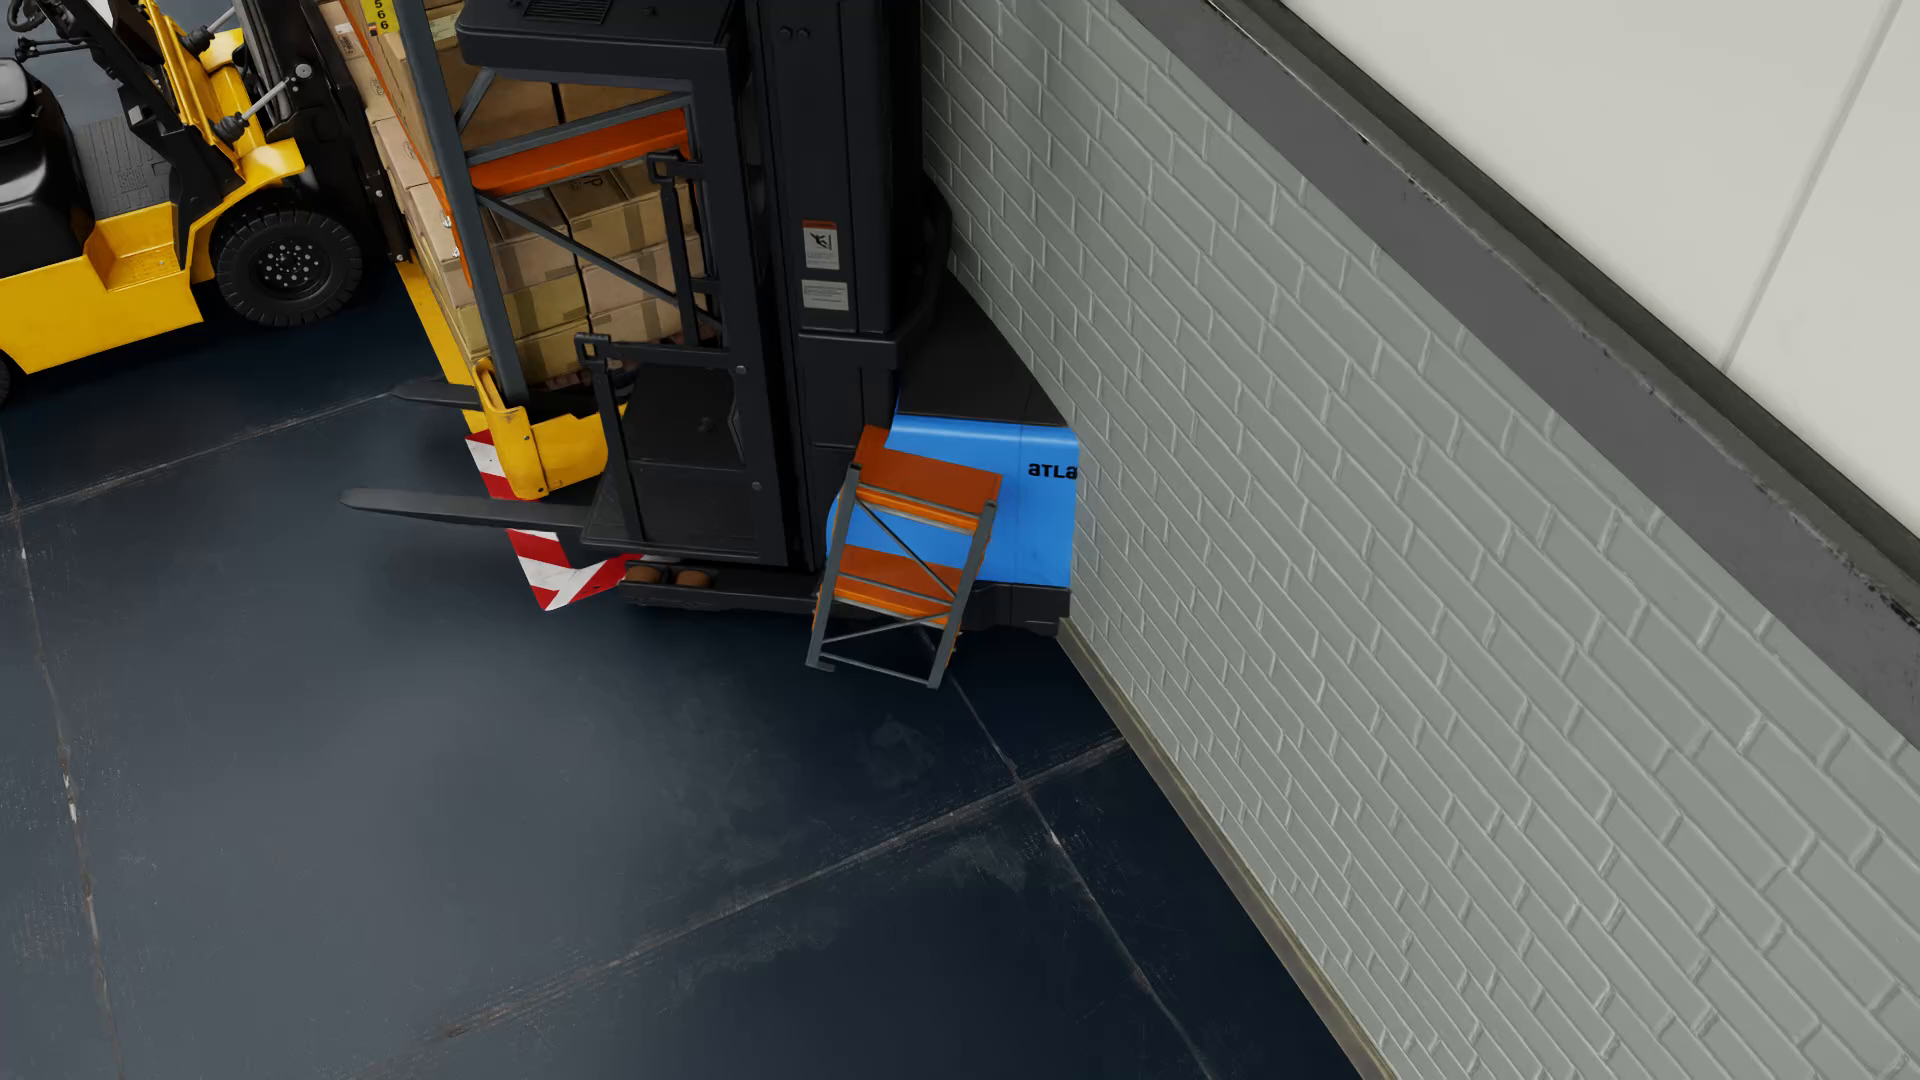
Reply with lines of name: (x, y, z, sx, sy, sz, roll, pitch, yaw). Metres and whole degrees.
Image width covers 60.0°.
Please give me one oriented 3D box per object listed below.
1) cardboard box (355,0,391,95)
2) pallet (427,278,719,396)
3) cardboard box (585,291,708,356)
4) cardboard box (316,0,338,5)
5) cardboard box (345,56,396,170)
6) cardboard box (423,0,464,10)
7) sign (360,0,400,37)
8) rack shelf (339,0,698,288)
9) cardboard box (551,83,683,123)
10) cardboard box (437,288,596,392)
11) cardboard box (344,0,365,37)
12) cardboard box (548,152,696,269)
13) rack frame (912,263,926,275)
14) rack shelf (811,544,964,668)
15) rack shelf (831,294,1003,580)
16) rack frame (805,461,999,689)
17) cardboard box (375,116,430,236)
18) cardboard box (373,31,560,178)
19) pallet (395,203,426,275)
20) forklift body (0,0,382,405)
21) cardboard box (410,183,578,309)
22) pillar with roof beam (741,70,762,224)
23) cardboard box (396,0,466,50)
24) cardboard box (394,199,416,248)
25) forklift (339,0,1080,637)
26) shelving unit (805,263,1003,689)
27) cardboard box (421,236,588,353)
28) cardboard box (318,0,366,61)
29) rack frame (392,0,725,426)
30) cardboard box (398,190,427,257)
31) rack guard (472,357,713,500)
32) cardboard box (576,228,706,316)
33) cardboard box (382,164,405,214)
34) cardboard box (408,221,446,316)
cardboard box: (-2.051, -2.086, 6.408, 0.500, 0.500, 0.500, -20, 52, -16)
pallet: (-1.750, -1.043, 7.415, 1.003, 0.211, 1.213, -21, 52, -18)
cardboard box: (-1.414, -1.093, 7.154, 0.500, 0.250, 0.500, -21, 52, -17)
cardboard box: (-2.788, -2.597, 7.805, 0.500, 0.250, 0.500, -20, 52, -16)
cardboard box: (-2.330, -1.901, 7.196, 0.500, 0.250, 0.500, -21, 52, -17)
cardboard box: (-1.714, -1.976, 5.683, 0.380, 0.149, 0.250, -21, 52, -17)
sign: (-1.852, -1.746, 5.250, 0.100, 0.325, 0.005, -21, 52, -18)
rack shelf: (-2.278, -2.566, 7.372, 1.077, 0.370, 4.000, -21, 52, -18)
cardboard box: (-1.343, -1.924, 6.266, 0.500, 0.500, 0.500, -20, 52, -16)
cardboard box: (-1.859, -0.903, 6.987, 0.500, 0.250, 0.500, -21, 52, -17)
cardboard box: (-2.286, -2.429, 6.708, 0.500, 0.500, 0.500, -22, 52, -18)
cardboard box: (-1.415, -1.413, 6.769, 0.500, 0.250, 0.500, -22, 52, -18)
rack frame: (-0.035, -0.577, 6.451, 0.500, 1.125, 0.032, 15, 49, -1)
rack shelf: (-0.177, -0.050, 6.306, 0.538, 0.278, 1.000, 15, 49, -1)
rack shelf: (-0.074, -0.384, 5.898, 0.538, 0.278, 1.000, 15, 49, -1)
rack frame: (-0.225, 0.172, 5.790, 0.500, 1.125, 0.032, 15, 49, -1)
cardboard box: (-2.090, -1.567, 6.904, 0.500, 0.250, 0.500, -20, 52, -17)
cardboard box: (-1.822, -1.736, 6.102, 0.500, 0.500, 0.500, -22, 52, -18)
pallet: (-2.305, -1.859, 8.128, 1.003, 0.211, 1.213, -21, 52, -18)
forklift body: (-3.853, -1.825, 6.810, 2.313, 2.155, 1.214, -21, 52, -18)
cardboard box: (-1.851, -1.227, 6.606, 0.500, 0.250, 0.500, -20, 52, -16)
pillar with roof beam: (-4.708, -2.733, 3.054, 9.100, 9.000, 0.400, -21, 52, -18)
cardboard box: (-1.771, -1.846, 5.767, 0.380, 0.149, 0.250, -20, 52, -17)
cardboard box: (-2.299, -1.577, 7.577, 0.500, 0.250, 0.500, -21, 52, -17)
forklift: (-0.878, -1.084, 5.644, 3.031, 2.935, 1.130, 5, 49, 4)
shelving unit: (-0.130, -0.202, 6.121, 0.538, 1.125, 1.048, 15, 49, -1)
cardboard box: (-1.864, -1.080, 6.810, 0.500, 0.250, 0.500, -22, 52, -18)
cardboard box: (-2.555, -2.243, 7.495, 0.500, 0.250, 0.500, -22, 52, -18)
rack frame: (-1.363, -1.464, 5.930, 1.000, 3.000, 0.127, -21, 52, -18)
cardboard box: (-2.084, -1.419, 7.107, 0.500, 0.250, 0.500, -22, 52, -18)
rack guard: (-1.352, -0.625, 6.857, 1.175, 0.500, 0.348, -21, 52, -18)
cardboard box: (-1.394, -1.248, 6.957, 0.500, 0.250, 0.500, -20, 52, -17)
cardboard box: (-2.339, -1.757, 7.403, 0.500, 0.250, 0.500, -22, 52, -18)
cardboard box: (-2.078, -1.239, 7.281, 0.500, 0.250, 0.500, -21, 52, -18)
